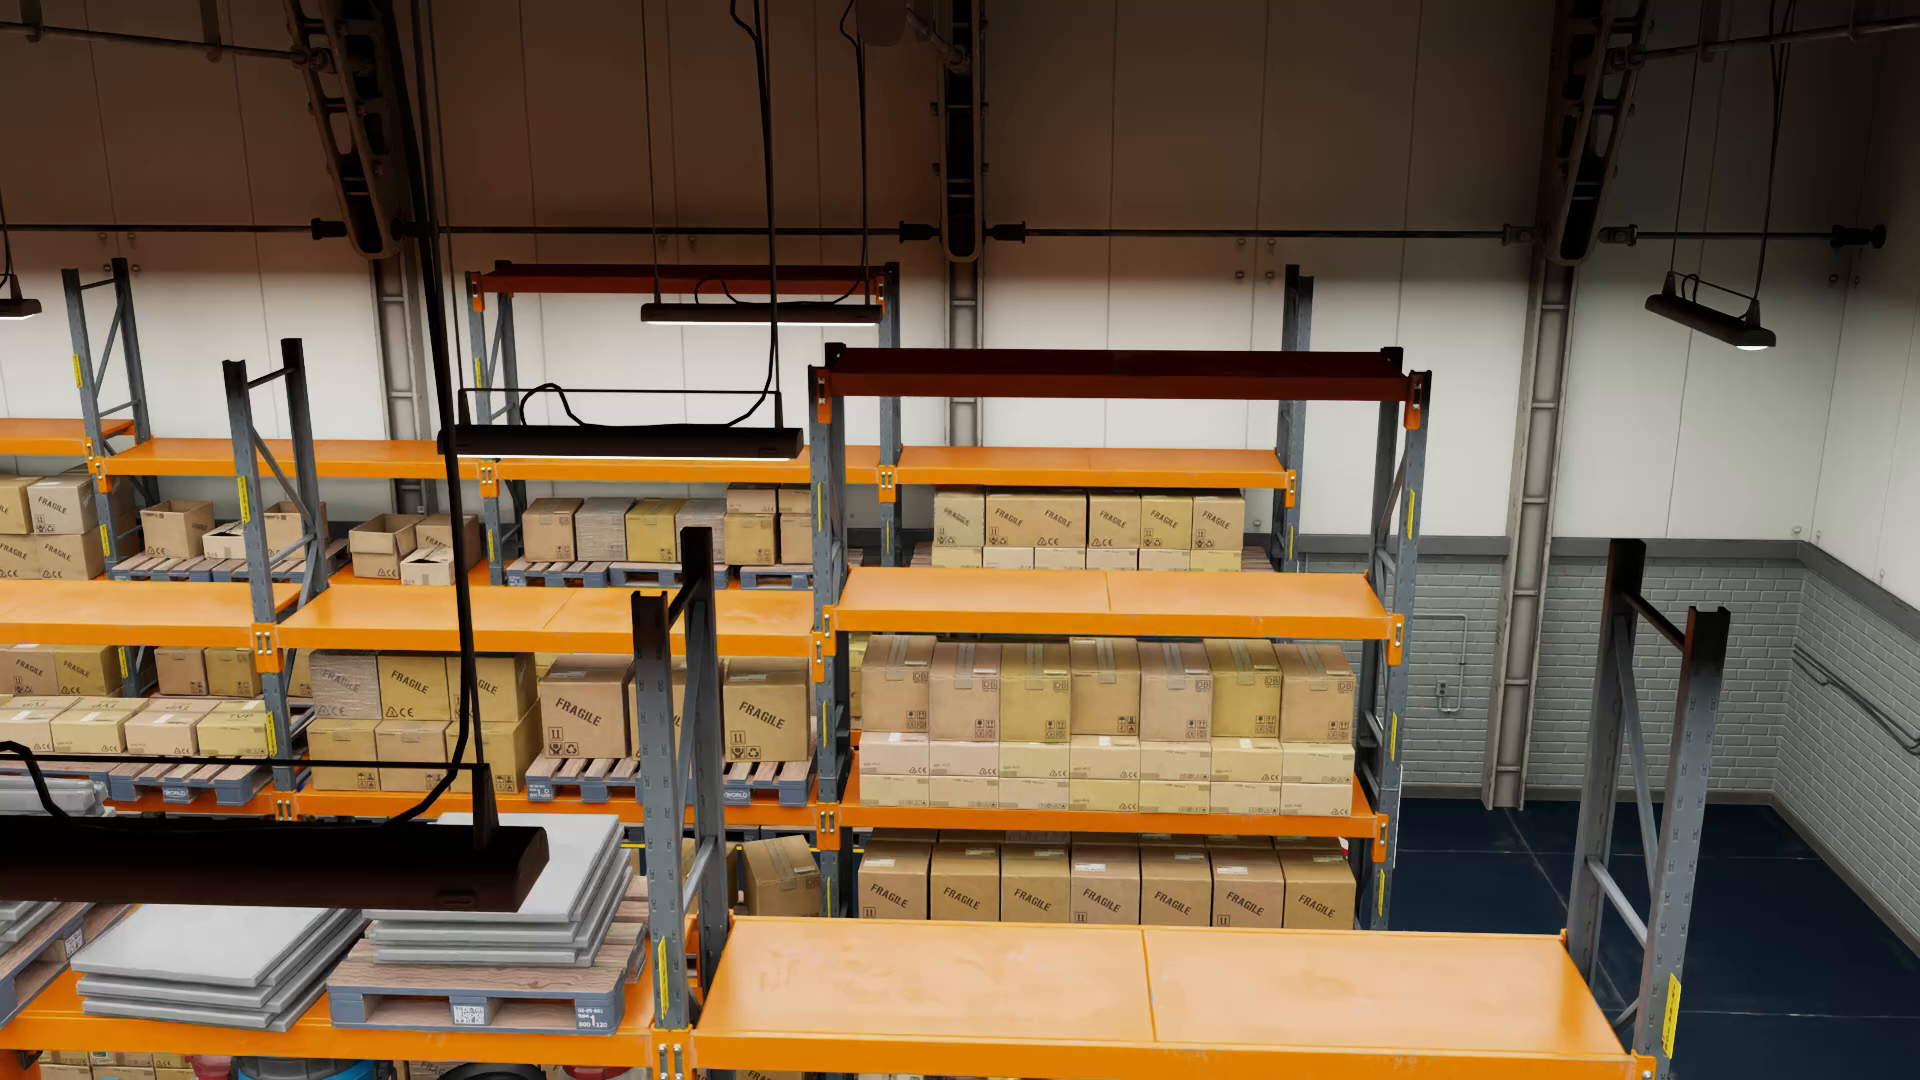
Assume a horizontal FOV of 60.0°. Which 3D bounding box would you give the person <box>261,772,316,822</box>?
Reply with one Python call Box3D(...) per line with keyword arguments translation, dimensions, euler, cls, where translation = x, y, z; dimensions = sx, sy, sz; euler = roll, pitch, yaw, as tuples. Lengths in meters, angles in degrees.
Box3D(translation=(-6.588, 2.769, 16.096), dimensions=(0.892, 1.622, 0.468), euler=(3, 16, 9), cls="person")
